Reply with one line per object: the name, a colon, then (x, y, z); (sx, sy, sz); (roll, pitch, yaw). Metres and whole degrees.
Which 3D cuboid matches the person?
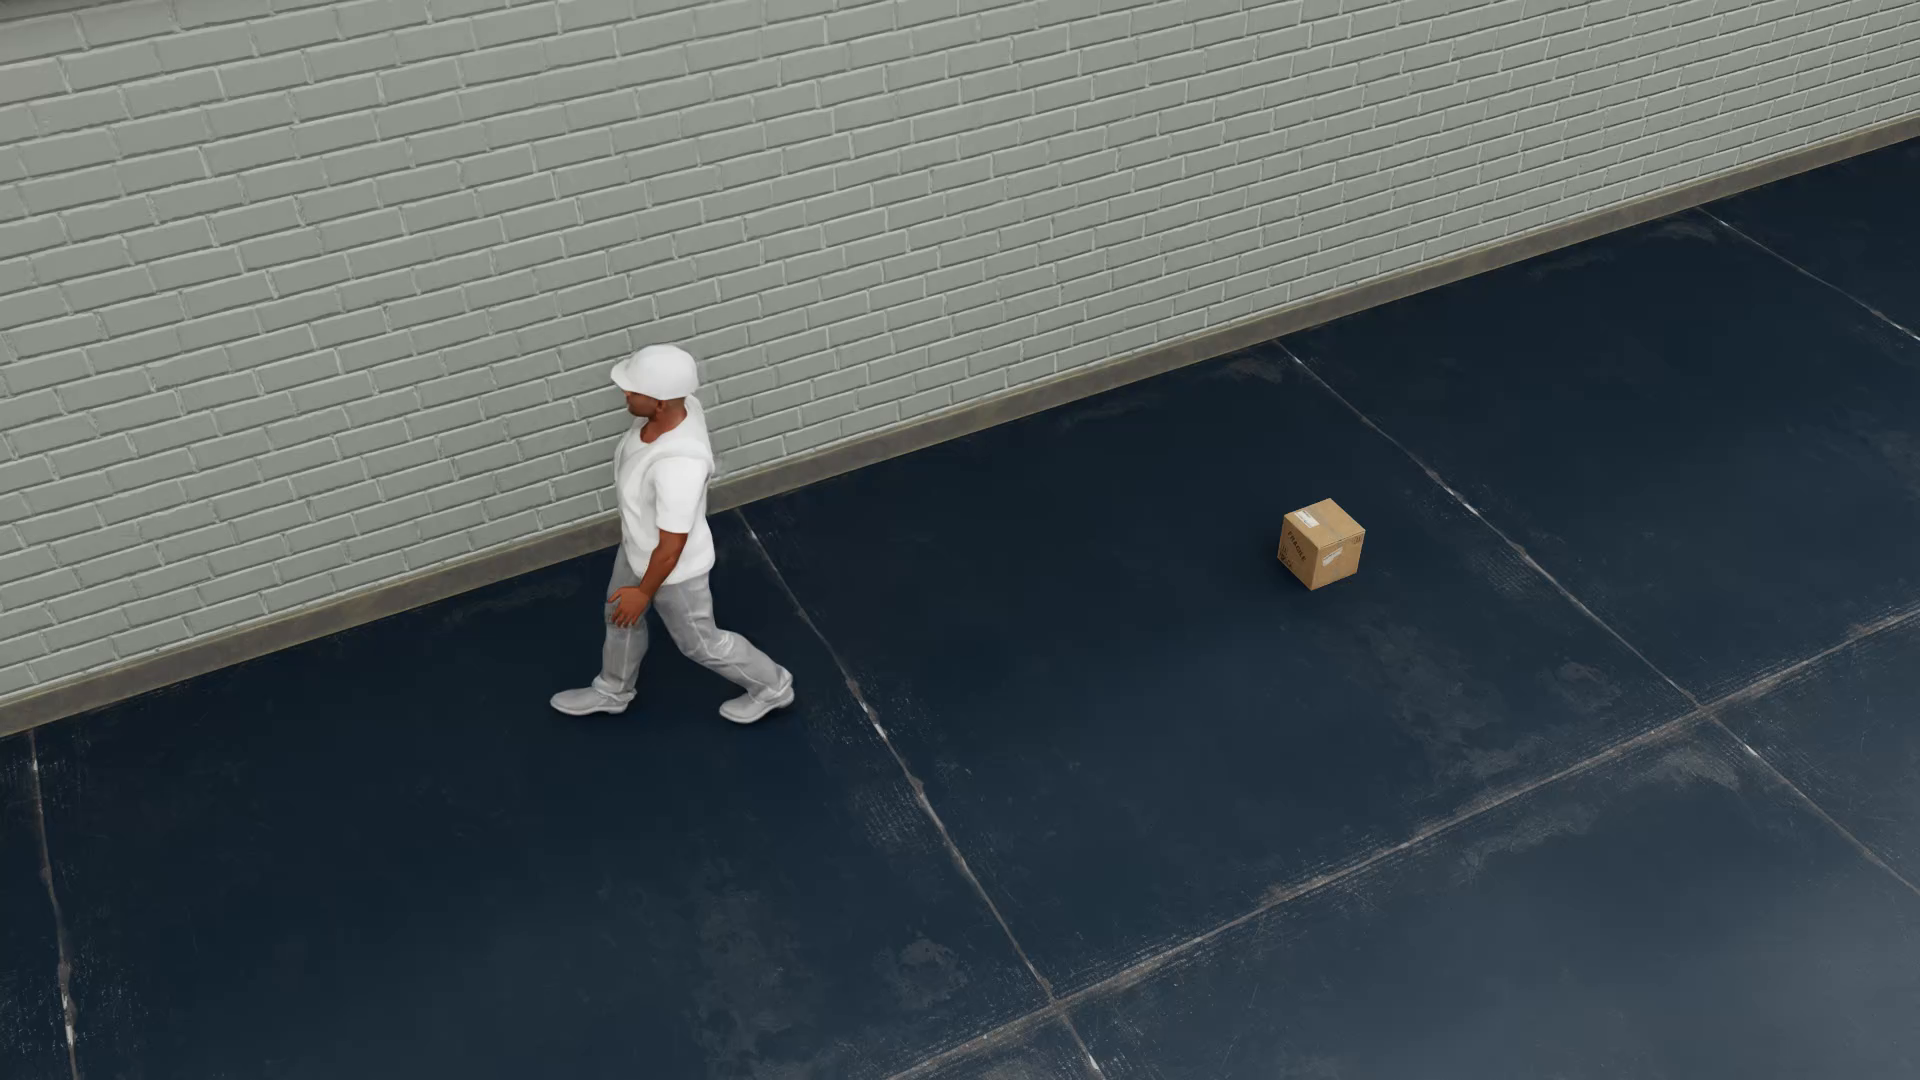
person: (-1.136, 0.047, 6.090); (0.937, 1.732, 0.569); (-13, 43, -14)
